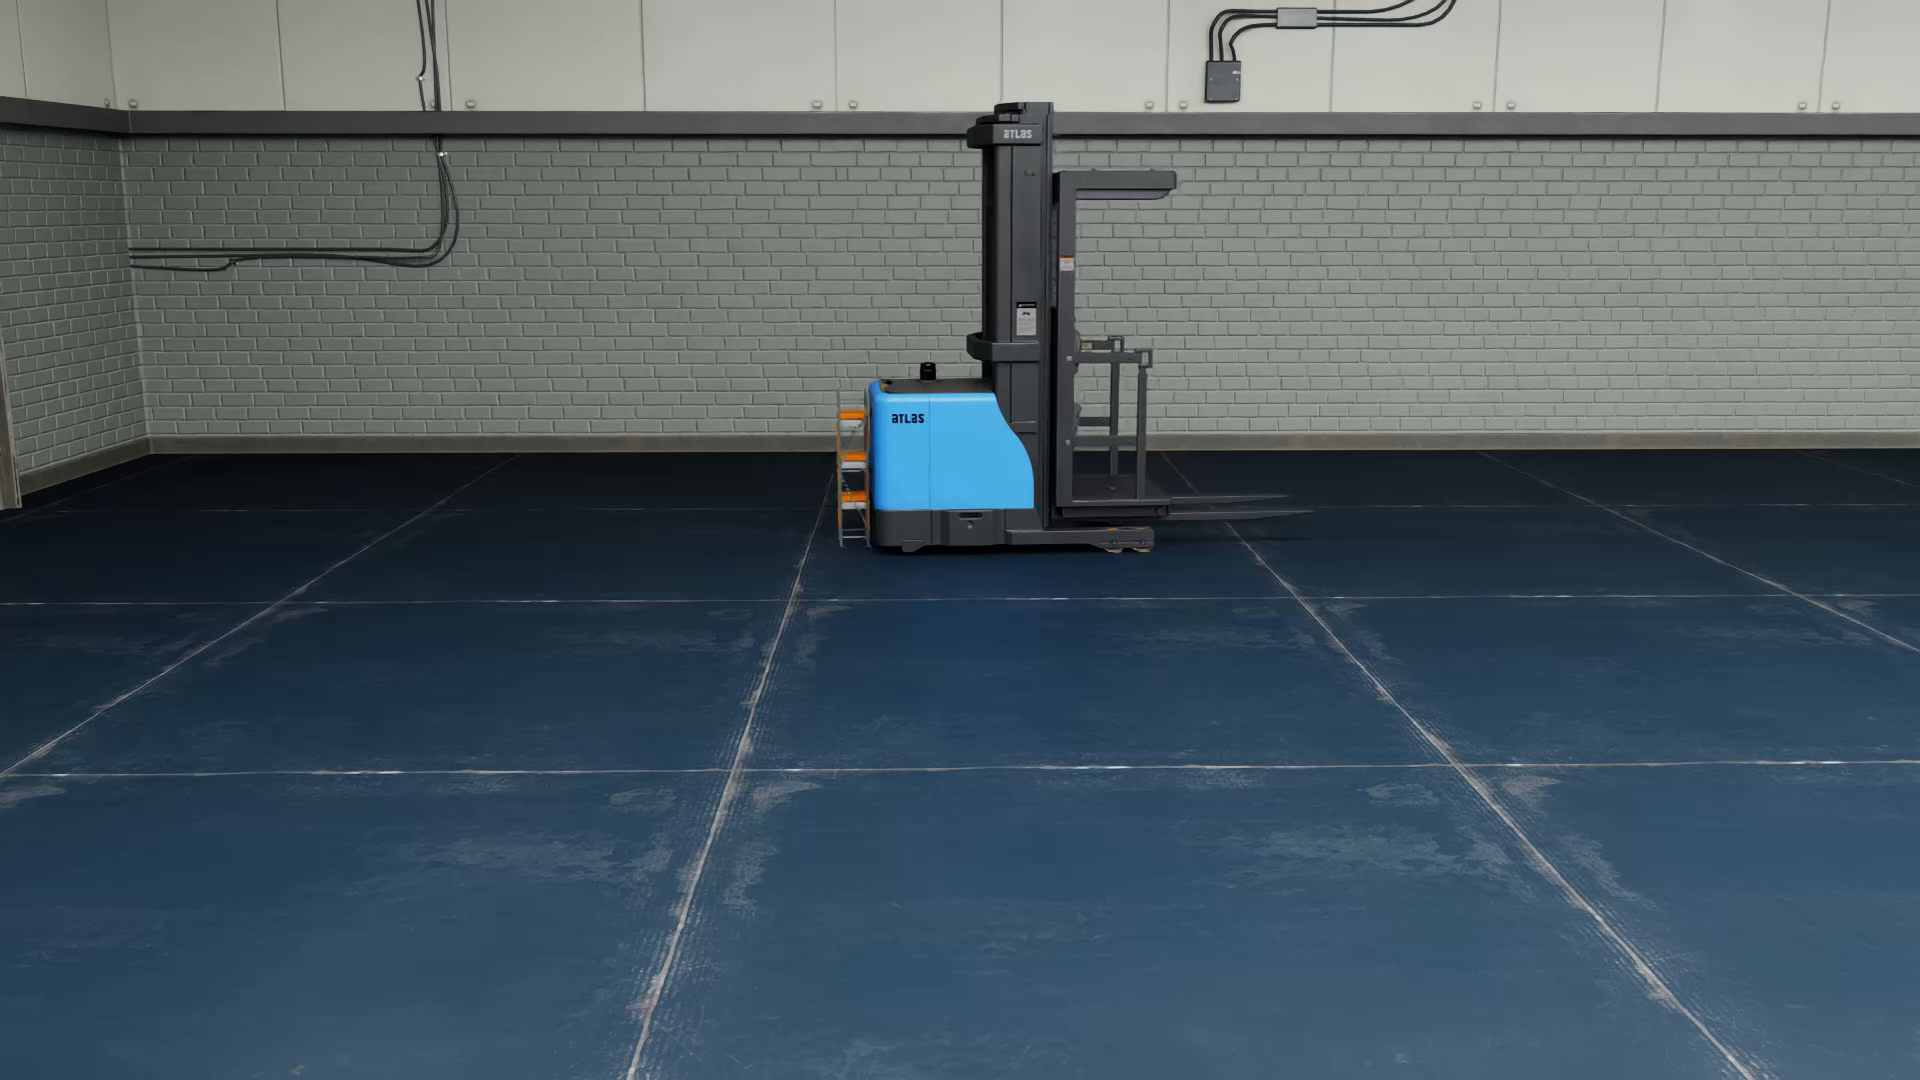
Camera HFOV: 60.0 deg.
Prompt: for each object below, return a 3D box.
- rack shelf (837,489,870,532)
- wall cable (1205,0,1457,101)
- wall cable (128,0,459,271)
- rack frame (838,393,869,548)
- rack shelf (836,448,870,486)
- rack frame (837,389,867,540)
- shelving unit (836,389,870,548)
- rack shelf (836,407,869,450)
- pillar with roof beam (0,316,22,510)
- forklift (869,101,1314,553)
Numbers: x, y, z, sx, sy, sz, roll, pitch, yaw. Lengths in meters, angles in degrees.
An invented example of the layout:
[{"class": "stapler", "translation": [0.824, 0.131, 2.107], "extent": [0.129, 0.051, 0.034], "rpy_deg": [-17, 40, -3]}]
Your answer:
[{"class": "rack shelf", "translation": [-0.730, -0.207, 11.390], "extent": [0.215, 0.259, 0.240], "rpy_deg": [-1, 12, -6]}, {"class": "wall cable", "translation": [3.378, -6.919, 14.478], "extent": [2.305, 6.003, 0.169], "rpy_deg": [0, 11, -1]}, {"class": "wall cable", "translation": [-6.114, -3.695, 14.948], "extent": [3.097, 2.526, 0.112], "rpy_deg": [0, 11, -1]}, {"class": "rack frame", "translation": [-0.717, -0.466, 11.214], "extent": [0.200, 1.050, 0.008], "rpy_deg": [-1, 12, -6]}, {"class": "rack shelf", "translation": [-0.730, -0.479, 11.335], "extent": [0.215, 0.259, 0.240], "rpy_deg": [-1, 12, -6]}, {"class": "rack frame", "translation": [-0.742, -0.514, 11.452], "extent": [0.200, 1.050, 0.008], "rpy_deg": [-1, 12, -6]}, {"class": "shelving unit", "translation": [-0.730, -0.490, 11.333], "extent": [0.215, 1.050, 0.252], "rpy_deg": [-1, 12, -6]}, {"class": "rack shelf", "translation": [-0.730, -0.758, 11.278], "extent": [0.215, 0.259, 0.240], "rpy_deg": [-1, 12, -6]}, {"class": "pillar with roof beam", "translation": [-3.071, -4.643, 11.813], "extent": [9.100, 9.000, 0.400], "rpy_deg": [0, 11, -1]}, {"class": "forklift", "translation": [0.893, -1.453, 11.348], "extent": [3.031, 2.935, 1.130], "rpy_deg": [-1, 12, -5]}]
